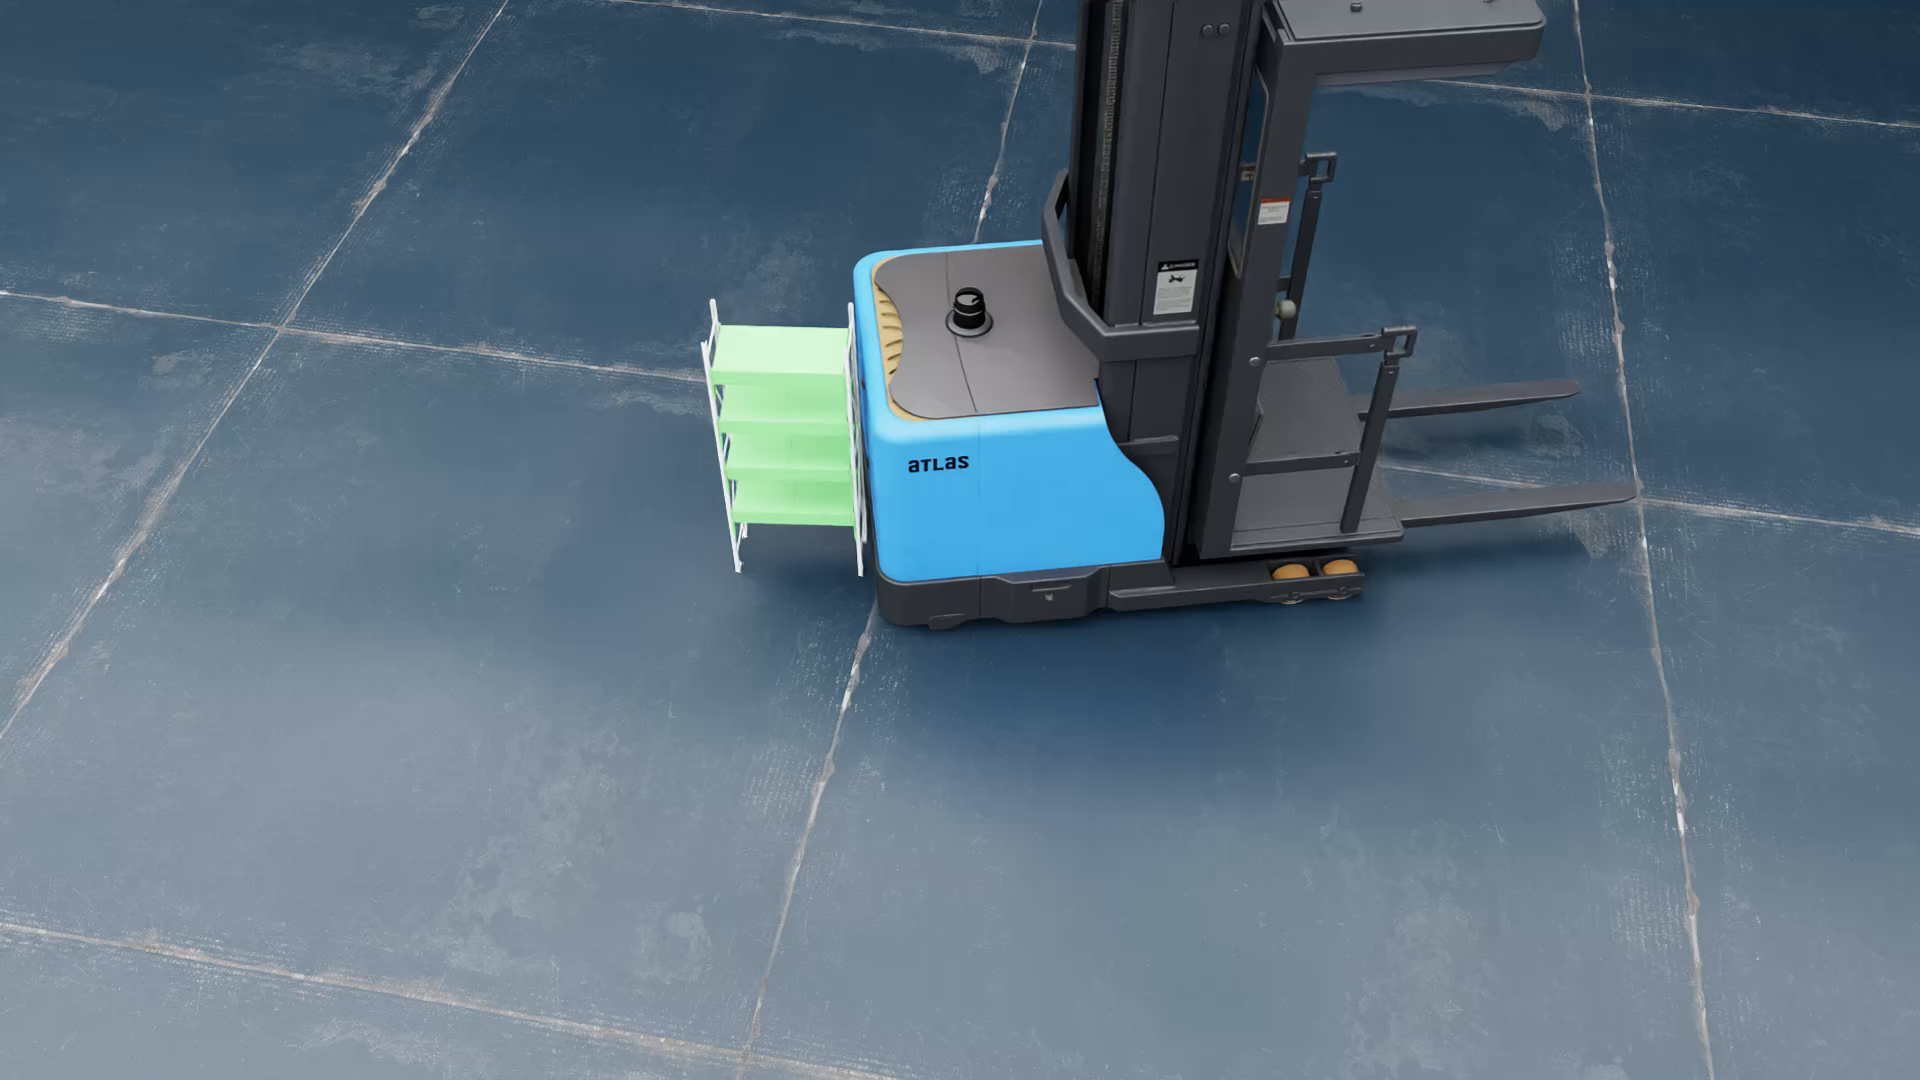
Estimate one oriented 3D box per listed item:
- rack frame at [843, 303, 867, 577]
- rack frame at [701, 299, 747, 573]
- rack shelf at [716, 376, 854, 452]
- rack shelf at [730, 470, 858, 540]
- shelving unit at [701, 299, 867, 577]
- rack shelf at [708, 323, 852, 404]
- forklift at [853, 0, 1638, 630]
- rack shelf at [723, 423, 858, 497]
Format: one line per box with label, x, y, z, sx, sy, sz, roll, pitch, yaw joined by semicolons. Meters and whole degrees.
rack frame;-0.389;-0.345;6.226;0.015;1.200;0.240;2;48;1
rack frame;-0.877;-0.359;6.238;0.015;1.200;0.240;2;48;1
rack shelf;-0.633;-0.470;6.101;0.480;0.148;0.258;2;48;1
rack shelf;-0.633;-0.149;6.458;0.480;0.148;0.258;2;48;1
shelving unit;-0.633;-0.352;6.232;0.503;1.200;0.258;2;48;1
rack shelf;-0.633;-0.630;5.922;0.480;0.148;0.258;2;48;1
forklift;1.141;-1.118;5.756;3.031;2.935;1.130;-5;48;-5
rack shelf;-0.633;-0.310;6.279;0.480;0.148;0.258;2;48;1
